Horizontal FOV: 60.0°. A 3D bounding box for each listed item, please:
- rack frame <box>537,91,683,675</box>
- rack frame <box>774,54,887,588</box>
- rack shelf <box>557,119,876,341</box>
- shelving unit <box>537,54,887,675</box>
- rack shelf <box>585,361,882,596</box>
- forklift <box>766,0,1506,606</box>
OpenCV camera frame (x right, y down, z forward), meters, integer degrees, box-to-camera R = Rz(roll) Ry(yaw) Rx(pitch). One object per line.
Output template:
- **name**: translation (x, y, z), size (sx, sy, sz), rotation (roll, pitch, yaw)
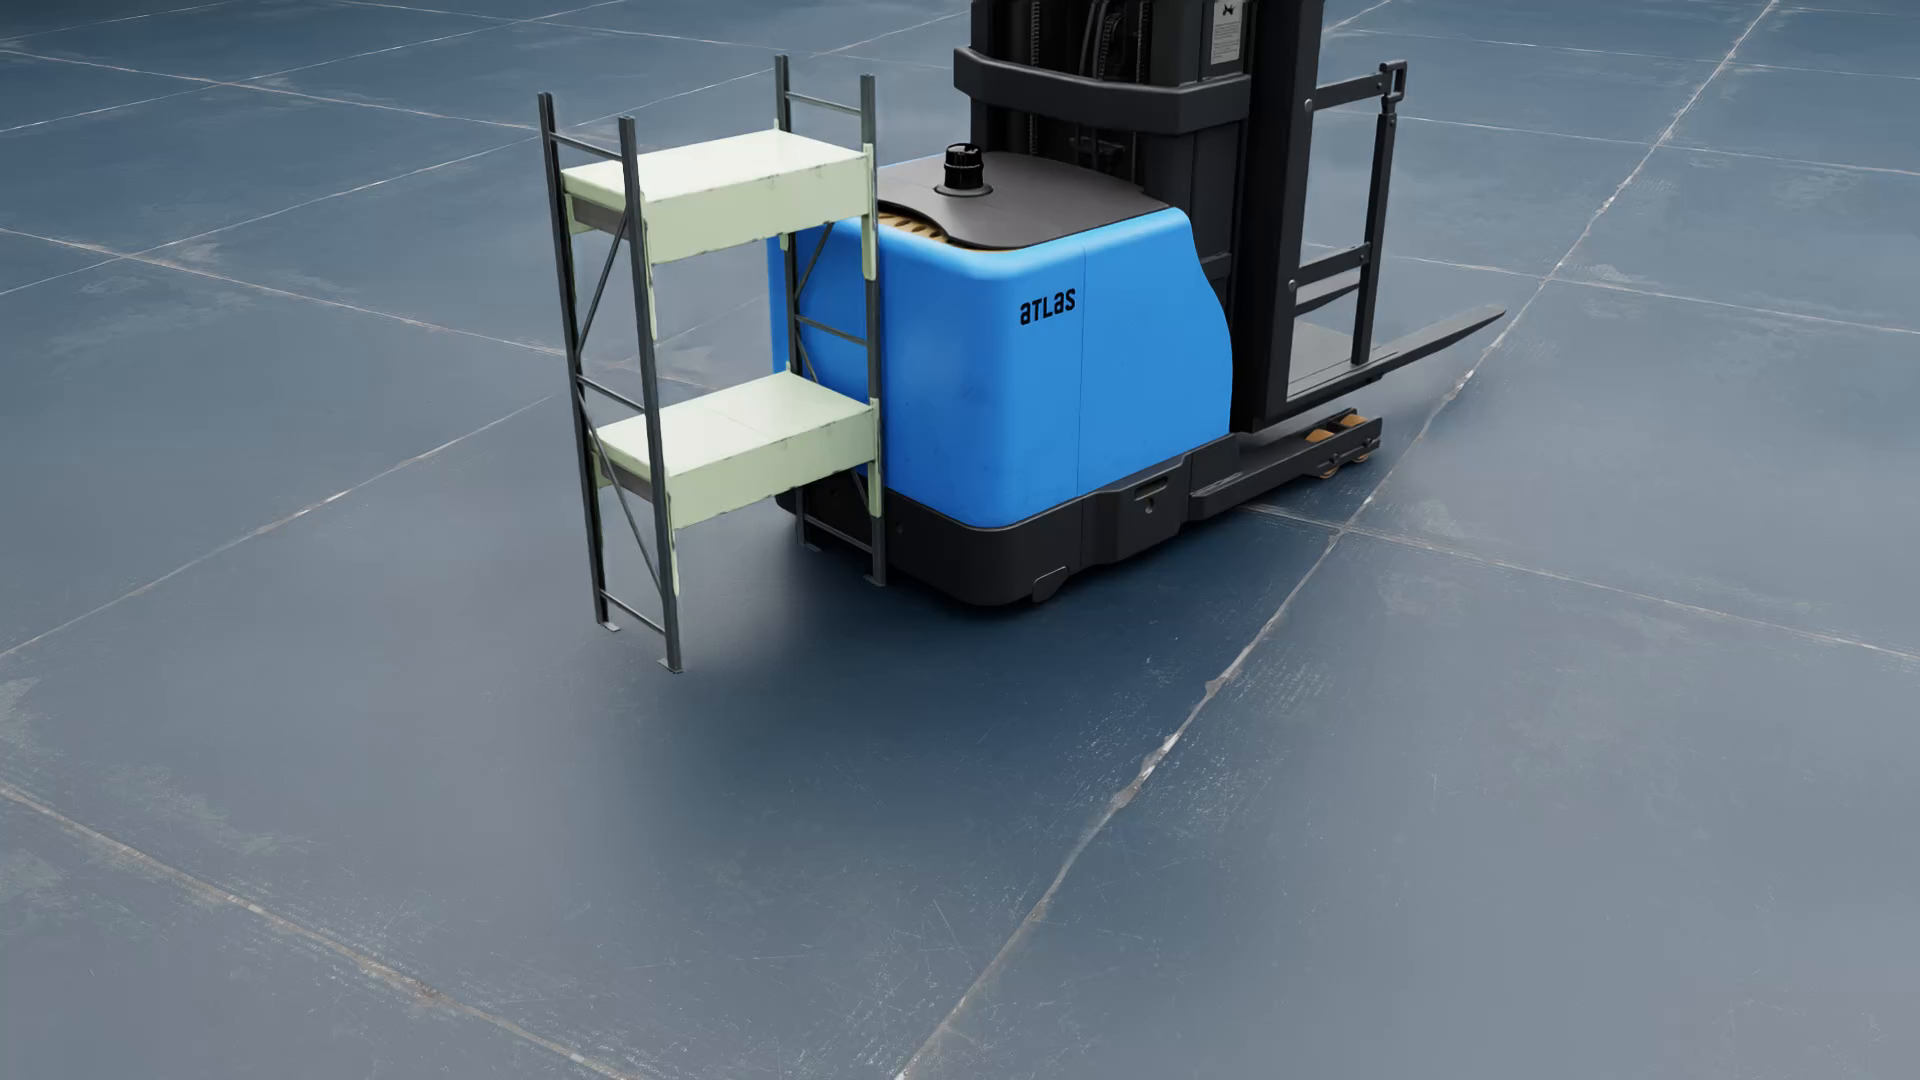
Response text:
- **rack frame**: translation (-0.900, -0.372, 4.317), size (0.023, 1.500, 0.400), rotation (-23, 34, -38)
- **rack frame**: translation (-0.365, -0.595, 4.764), size (0.023, 1.500, 0.400), rotation (-23, 34, -38)
- **rack shelf**: translation (-0.632, -0.833, 4.366), size (0.720, 0.370, 0.431), rotation (-23, 34, -38)
- **shelving unit**: translation (-0.632, -0.484, 4.541), size (0.755, 1.500, 0.431), rotation (-23, 34, -38)
- **rack shelf**: translation (-0.632, -0.192, 4.687), size (0.720, 0.370, 0.431), rotation (-23, 34, -38)
- **forklift**: translation (0.827, -1.672, 5.315), size (3.031, 2.935, 1.130), rotation (-23, 34, -38)
